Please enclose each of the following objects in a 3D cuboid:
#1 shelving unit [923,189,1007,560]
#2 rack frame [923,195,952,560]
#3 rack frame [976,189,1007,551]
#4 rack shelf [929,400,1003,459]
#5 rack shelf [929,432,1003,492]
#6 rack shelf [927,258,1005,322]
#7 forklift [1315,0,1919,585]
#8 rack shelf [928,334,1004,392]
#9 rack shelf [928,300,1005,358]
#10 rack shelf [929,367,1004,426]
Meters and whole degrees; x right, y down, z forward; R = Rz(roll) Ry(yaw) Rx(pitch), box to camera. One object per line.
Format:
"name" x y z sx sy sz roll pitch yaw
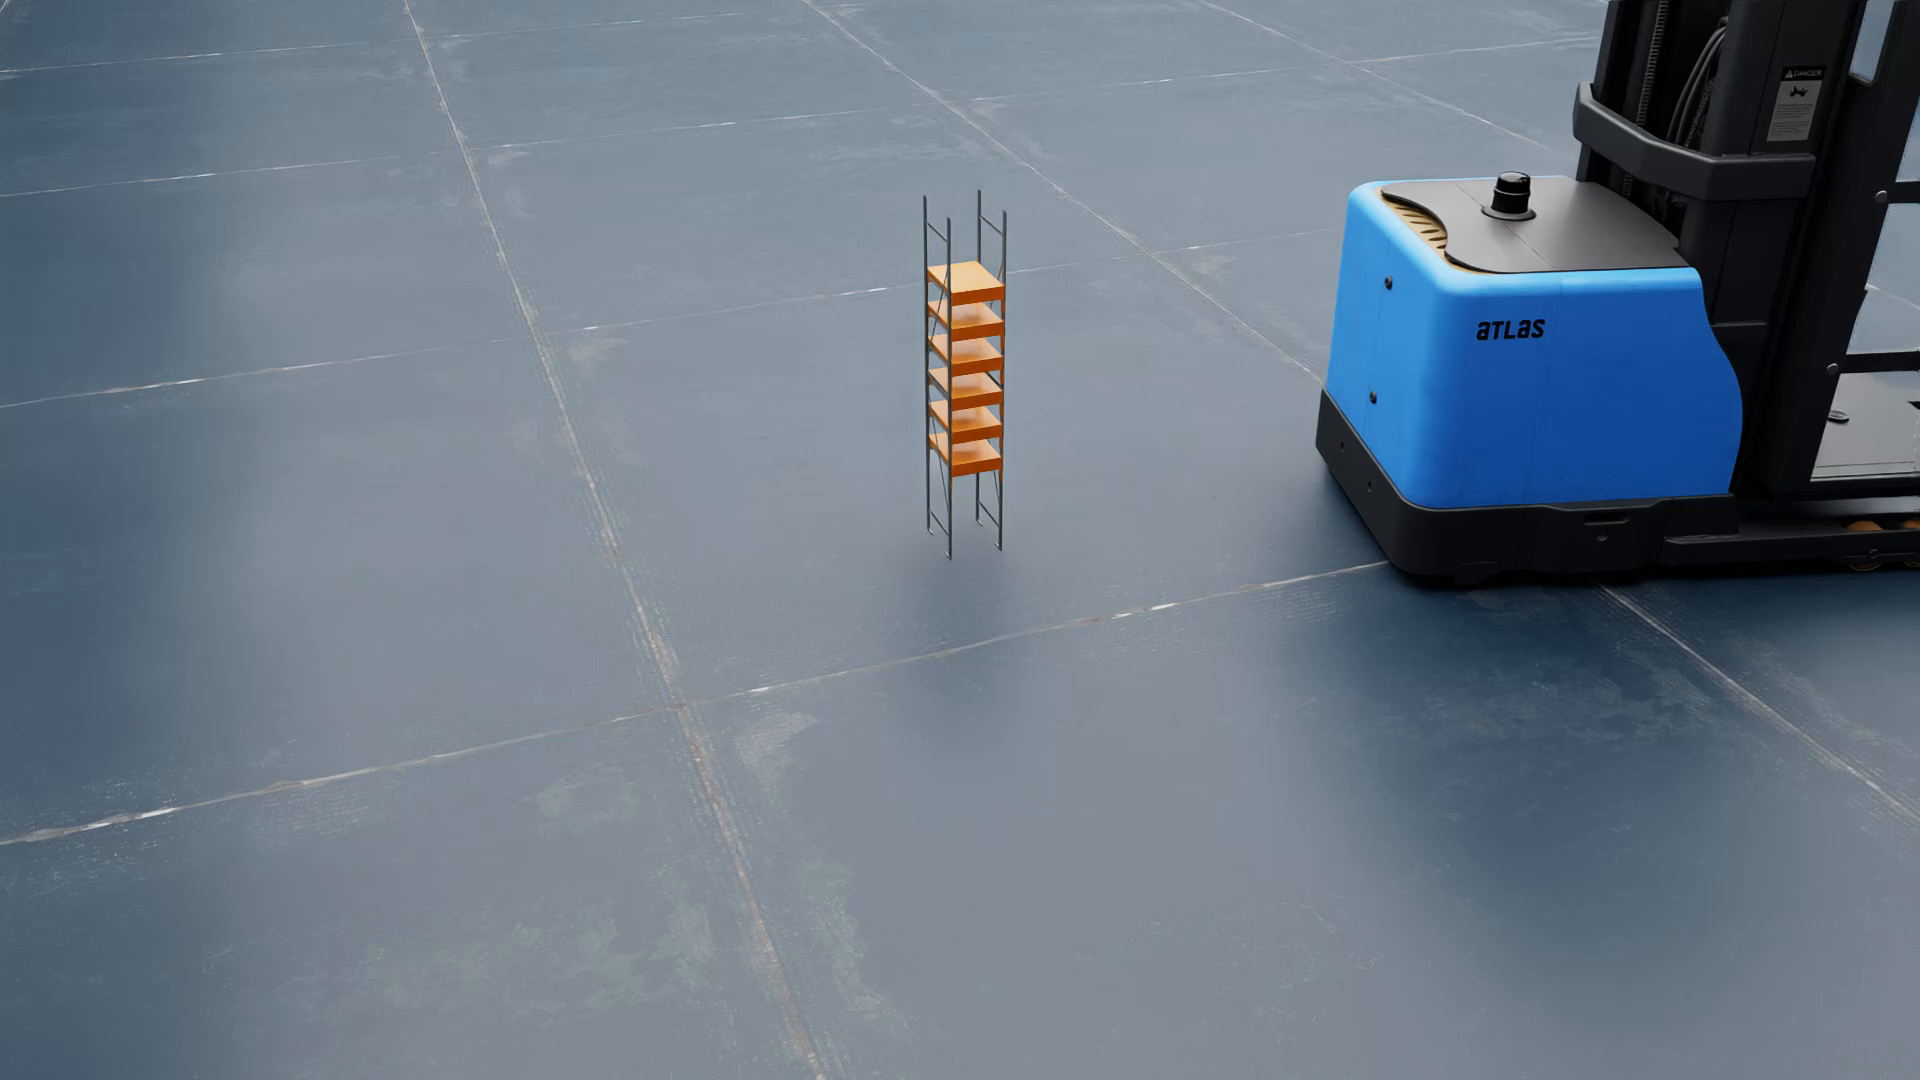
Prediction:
"shelving unit" 0.014 -0.524 5.457 0.189 1.200 0.258 -10 31 -18
"rack frame" -0.072 -0.508 5.430 0.006 1.200 0.240 -10 31 -18
"rack frame" 0.099 -0.540 5.485 0.006 1.200 0.240 -10 31 -18
"rack shelf" 0.014 -0.381 5.539 0.180 0.103 0.258 -10 31 -18
"rack shelf" 0.014 -0.277 5.598 0.180 0.103 0.258 -10 31 -18
"rack shelf" 0.014 -0.798 5.301 0.180 0.103 0.258 -10 31 -18
"forklift" 2.880 -1.427 5.295 3.031 2.935 1.130 -3 30 -5
"rack shelf" 0.014 -0.589 5.420 0.180 0.103 0.258 -10 31 -18
"rack shelf" 0.014 -0.694 5.361 0.180 0.103 0.258 -10 31 -18
"rack shelf" 0.014 -0.485 5.479 0.180 0.103 0.258 -10 31 -18
